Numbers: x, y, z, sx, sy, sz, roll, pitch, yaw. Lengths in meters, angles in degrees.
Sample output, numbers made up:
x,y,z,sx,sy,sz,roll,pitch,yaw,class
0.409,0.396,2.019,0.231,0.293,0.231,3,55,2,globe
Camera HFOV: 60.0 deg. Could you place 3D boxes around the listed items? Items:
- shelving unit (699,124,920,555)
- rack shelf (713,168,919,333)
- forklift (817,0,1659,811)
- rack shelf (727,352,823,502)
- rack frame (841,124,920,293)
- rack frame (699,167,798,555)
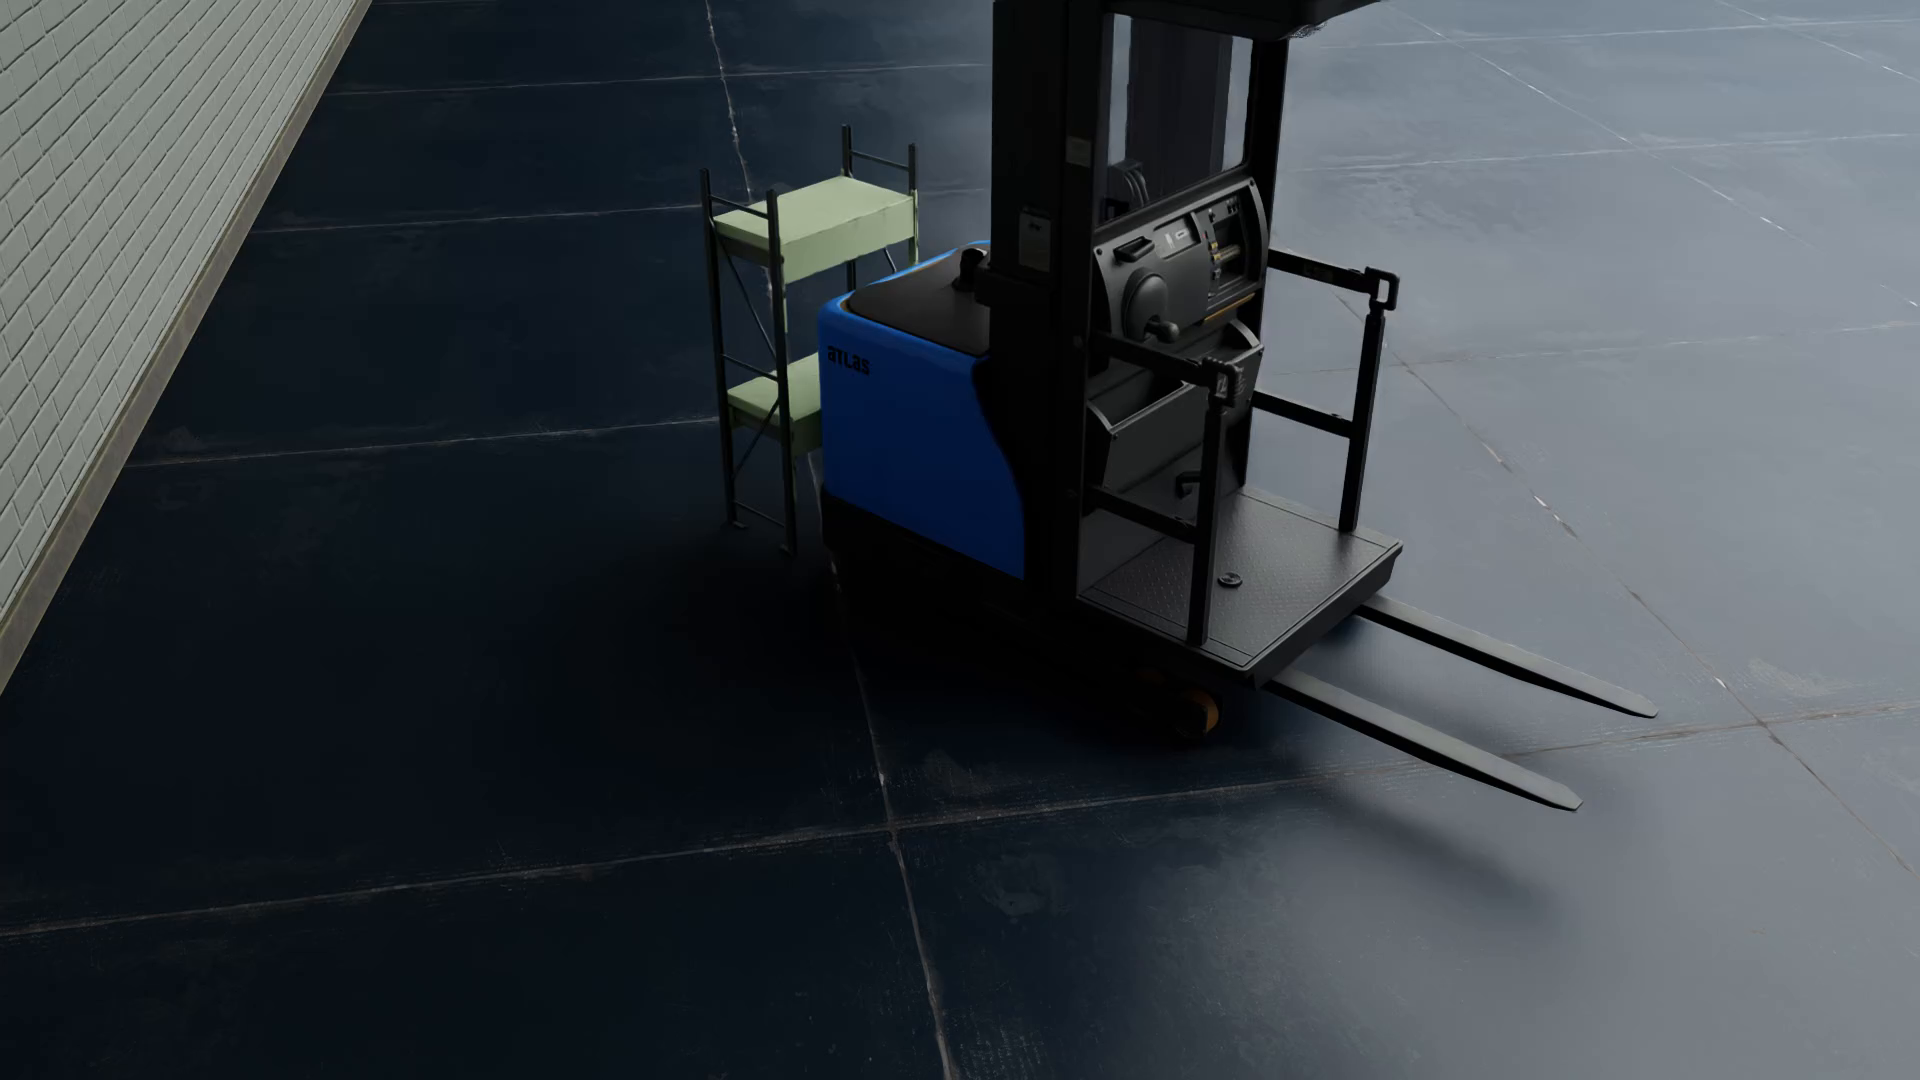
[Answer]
x,y,z,sx,sy,sz,roll,pitch,yaw,class
-0.560,-0.794,6.621,0.431,1.500,0.755,25,38,35,shelving unit
-0.560,-1.130,6.423,0.431,0.370,0.720,25,38,35,rack shelf
0.901,-0.896,5.383,3.031,2.935,1.130,24,38,34,forklift
-0.560,-0.513,6.786,0.431,0.370,0.720,25,38,35,rack shelf
-0.314,-0.932,6.855,0.400,1.500,0.023,25,38,35,rack frame
-0.805,-0.656,6.387,0.400,1.500,0.023,25,38,35,rack frame
